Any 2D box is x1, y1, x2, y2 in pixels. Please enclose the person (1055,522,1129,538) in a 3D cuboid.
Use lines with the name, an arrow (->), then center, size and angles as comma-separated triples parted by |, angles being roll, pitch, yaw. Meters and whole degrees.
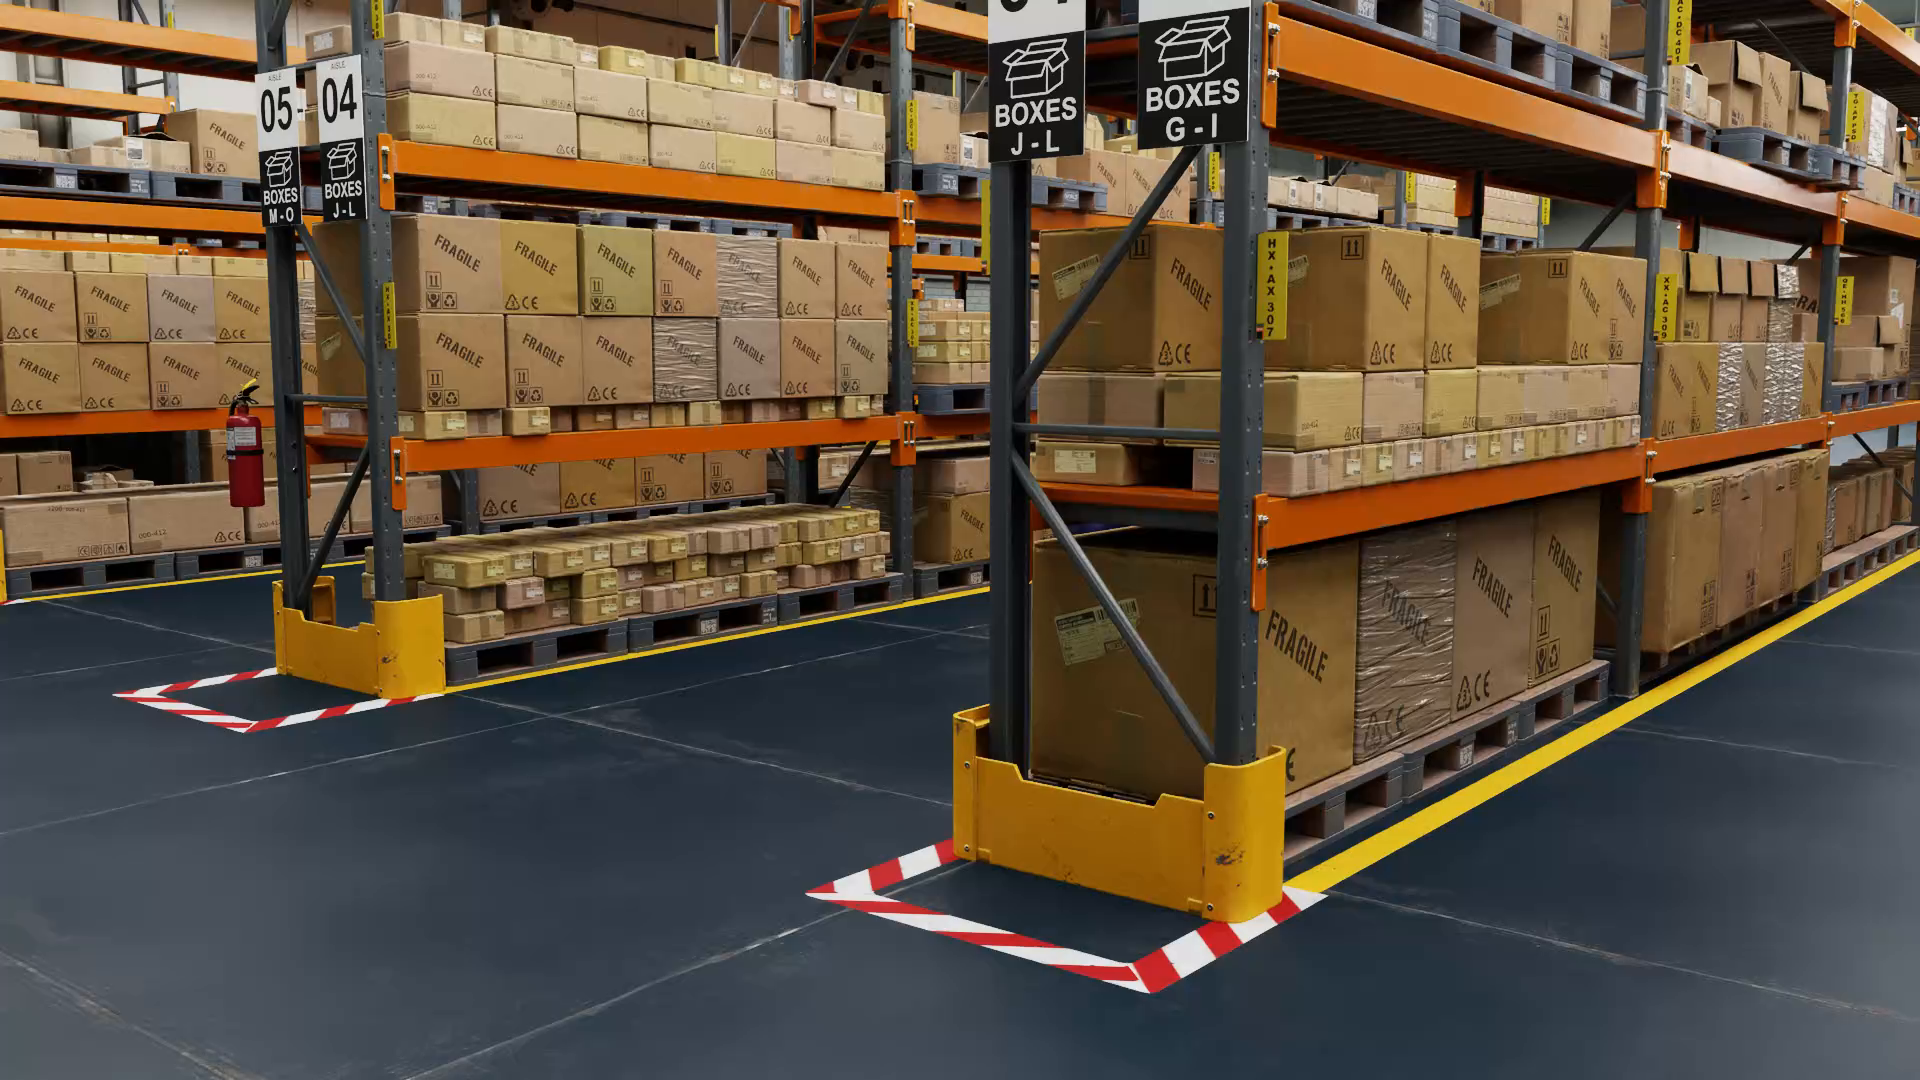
person -> 0.721, -0.045, 8.651 | 0.540, 1.652, 0.369 | 5, 9, 38
